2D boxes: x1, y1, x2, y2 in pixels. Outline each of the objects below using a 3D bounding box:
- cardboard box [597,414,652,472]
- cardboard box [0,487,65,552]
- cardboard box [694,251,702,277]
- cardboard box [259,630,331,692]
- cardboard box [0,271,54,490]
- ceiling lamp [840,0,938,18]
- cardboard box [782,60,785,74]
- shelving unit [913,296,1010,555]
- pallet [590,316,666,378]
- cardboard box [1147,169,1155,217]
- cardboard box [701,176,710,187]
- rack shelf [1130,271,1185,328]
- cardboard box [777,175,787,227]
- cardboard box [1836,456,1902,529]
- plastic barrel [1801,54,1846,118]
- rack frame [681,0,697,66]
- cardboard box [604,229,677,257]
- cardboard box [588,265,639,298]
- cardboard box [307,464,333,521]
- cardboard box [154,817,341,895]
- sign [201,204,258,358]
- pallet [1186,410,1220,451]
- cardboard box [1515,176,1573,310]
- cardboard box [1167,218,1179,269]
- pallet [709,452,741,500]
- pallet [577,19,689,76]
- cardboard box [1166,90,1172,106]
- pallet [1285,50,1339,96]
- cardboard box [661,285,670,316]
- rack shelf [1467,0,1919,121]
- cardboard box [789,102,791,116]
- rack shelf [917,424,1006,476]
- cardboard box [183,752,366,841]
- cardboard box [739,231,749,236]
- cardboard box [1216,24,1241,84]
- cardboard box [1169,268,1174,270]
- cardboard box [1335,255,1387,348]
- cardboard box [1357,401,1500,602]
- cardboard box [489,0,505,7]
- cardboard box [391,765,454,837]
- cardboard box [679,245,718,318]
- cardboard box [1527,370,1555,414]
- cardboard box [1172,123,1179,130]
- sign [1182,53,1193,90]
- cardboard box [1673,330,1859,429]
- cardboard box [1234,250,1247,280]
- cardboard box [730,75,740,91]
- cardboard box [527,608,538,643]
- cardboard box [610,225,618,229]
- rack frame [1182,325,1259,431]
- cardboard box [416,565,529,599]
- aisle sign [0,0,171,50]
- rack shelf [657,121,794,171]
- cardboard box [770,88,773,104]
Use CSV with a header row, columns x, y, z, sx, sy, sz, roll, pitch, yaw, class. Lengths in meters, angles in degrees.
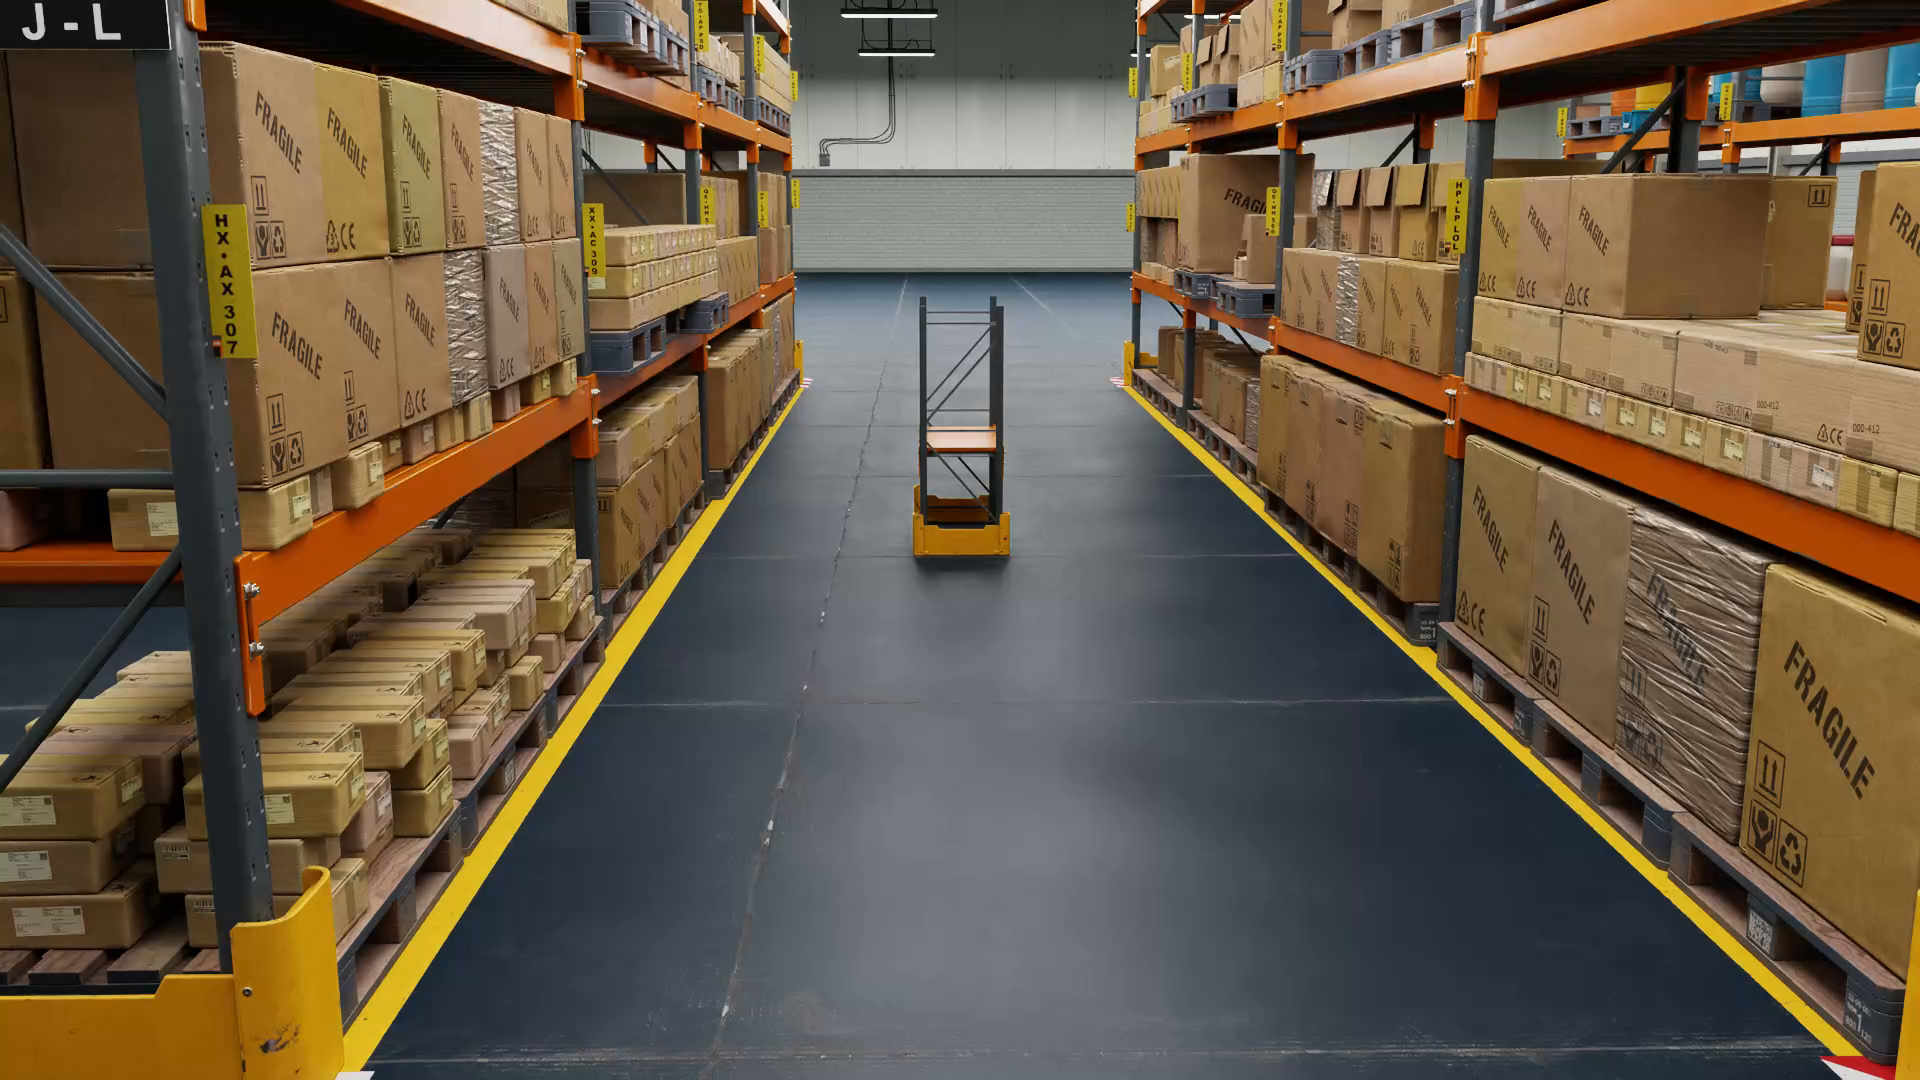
x,y,z,sx,sy,sz,roll,pitch,yaw,class
-1.959,-0.524,8.944,0.500,0.250,0.500,0,11,0,cardboard box
-2.401,-0.068,3.980,0.380,0.149,0.250,0,11,-1,cardboard box
-1.792,-1.694,10.194,0.380,0.149,0.250,0,11,-1,cardboard box
-2.354,0.410,5.614,0.380,0.149,0.250,-1,11,-3,cardboard box
-2.379,-0.410,4.037,0.500,0.500,0.500,0,11,0,cardboard box
-1.454,-12.339,34.066,2.000,3.185,0.800,0,11,-1,ceiling lamp
-2.081,-5.083,17.842,0.380,0.149,0.250,0,11,0,cardboard box
-0.002,-0.750,10.485,0.587,1.500,1.083,0,11,-1,shelving unit
-2.065,-0.981,8.332,1.003,0.211,1.213,0,11,-1,pallet
2.272,-3.683,17.657,0.500,0.500,0.500,0,11,-1,cardboard box
-2.301,-2.548,12.809,0.700,0.500,0.500,0,11,-2,cardboard box
2.560,-2.558,17.432,1.077,0.370,4.000,0,11,-1,rack shelf
-2.370,-3.727,18.295,0.875,0.550,0.550,0,11,-1,cardboard box
2.505,-0.125,4.265,0.380,0.149,0.250,0,11,-1,cardboard box
7.780,-4.149,14.659,0.600,0.901,0.708,0,11,-1,plastic barrel
-2.277,-4.657,10.884,1.000,3.000,0.127,0,11,-1,rack frame
-1.771,-1.634,9.147,0.380,0.149,0.250,0,11,1,cardboard box
-1.743,-1.231,7.910,0.380,0.149,0.250,0,11,0,cardboard box
-1.838,-0.120,4.239,0.380,0.149,0.250,0,11,1,cardboard box
-1.866,0.813,4.372,0.380,0.149,0.250,0,11,1,cardboard box
-1.570,-0.554,3.566,0.100,0.325,0.005,0,11,-1,sign
2.619,-0.991,14.915,1.003,0.211,1.213,0,11,-1,pallet
2.523,-1.168,6.516,0.500,0.500,0.500,0,11,-1,cardboard box
2.567,-2.996,16.782,0.875,0.500,0.500,0,11,-1,cardboard box
-2.218,-0.508,12.531,1.003,0.211,1.213,0,11,-1,pallet
-2.126,-2.630,8.904,1.213,0.211,1.003,0,11,-1,pallet
2.273,-4.430,16.682,0.380,0.149,0.250,0,11,2,cardboard box
2.750,-2.967,10.572,1.213,0.211,1.003,0,11,1,pallet
-1.766,-1.290,8.951,0.380,0.149,0.250,-1,11,-4,cardboard box
2.808,-1.642,5.376,1.077,0.370,4.000,0,11,-1,rack shelf
-2.097,-4.845,18.675,0.380,0.149,0.250,0,11,-1,cardboard box
-0.002,-0.576,10.529,0.538,0.185,1.000,0,11,-1,rack shelf
-1.783,0.667,4.344,0.380,0.149,0.250,-1,11,-4,cardboard box
-2.380,-2.659,15.746,0.875,0.550,0.550,0,11,-1,cardboard box
2.532,-3.958,13.665,0.797,0.503,0.637,0,11,1,cardboard box
2.326,-2.680,16.856,0.380,0.149,0.250,0,11,-1,cardboard box
2.457,-1.365,9.493,0.500,0.500,0.500,0,11,-1,cardboard box
2.733,-0.214,8.358,1.225,0.875,0.875,0,11,-1,cardboard box
-1.905,-2.022,5.815,0.500,0.250,0.500,0,11,-2,cardboard box
-1.798,0.806,5.154,0.380,0.149,0.250,0,11,0,cardboard box
-2.017,-1.857,11.915,0.500,0.500,0.500,0,11,-1,cardboard box
2.458,-0.582,6.517,0.380,0.149,0.250,-1,11,-3,cardboard box
2.330,-4.103,16.071,0.500,0.250,0.500,0,11,0,cardboard box
2.059,-4.232,15.033,0.100,0.325,0.005,0,11,-1,sign
2.553,-0.497,5.093,0.500,0.250,0.500,-1,11,-3,cardboard box
2.379,-2.188,13.081,0.396,0.266,0.258,-1,11,-3,cardboard box
-2.186,-4.024,14.375,0.500,0.250,0.500,0,11,-1,cardboard box
-1.922,0.342,6.696,0.380,0.149,0.250,0,11,-1,cardboard box
-2.461,-1.998,10.943,0.380,0.149,0.250,0,11,-1,cardboard box
2.601,-2.513,15.401,1.000,3.000,0.127,0,11,-1,rack frame
-1.943,0.199,6.651,0.380,0.149,0.250,0,11,1,cardboard box
-1.811,-1.388,3.317,0.394,0.787,0.004,0,11,-1,aisle sign
-2.401,-4.028,17.132,1.077,0.370,4.000,0,11,-1,rack shelf
-2.051,-4.390,16.435,0.380,0.149,0.250,0,11,-2,cardboard box
